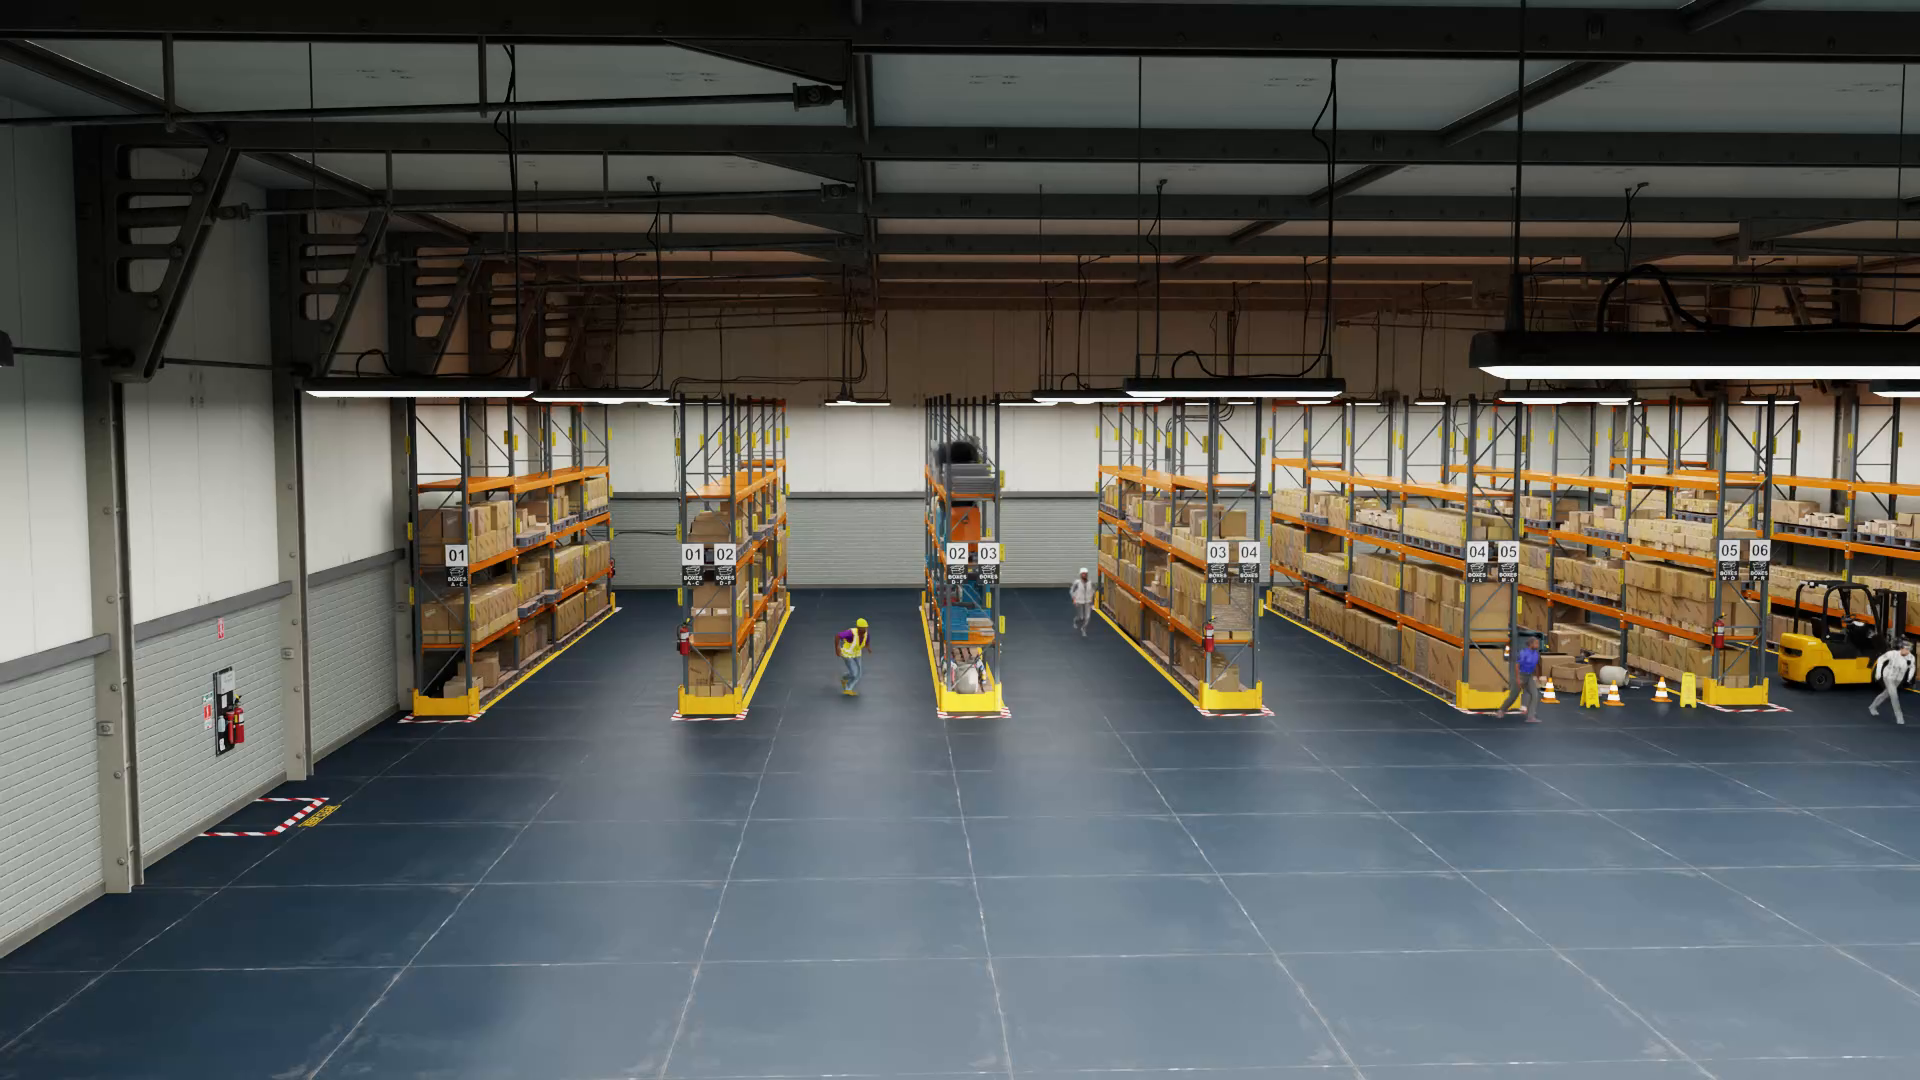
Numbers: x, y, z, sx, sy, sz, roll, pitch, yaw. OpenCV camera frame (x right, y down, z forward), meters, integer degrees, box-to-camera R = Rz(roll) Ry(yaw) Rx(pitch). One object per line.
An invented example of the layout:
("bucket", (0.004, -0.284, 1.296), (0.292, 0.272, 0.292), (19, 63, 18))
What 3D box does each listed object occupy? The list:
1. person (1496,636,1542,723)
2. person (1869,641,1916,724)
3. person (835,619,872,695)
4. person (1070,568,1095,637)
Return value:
("person", (10.275, 2.526, 30.462), (0.645, 1.588, 0.835), (-3, 5, -31))
("person", (17.070, 2.545, 30.468), (0.610, 1.504, 1.023), (0, 5, 1))
("person", (-2.130, 2.330, 33.028), (0.735, 1.576, 0.828), (-4, 6, -39))
("person", (3.098, 1.559, 42.008), (0.671, 1.731, 0.622), (-1, 5, -16))
